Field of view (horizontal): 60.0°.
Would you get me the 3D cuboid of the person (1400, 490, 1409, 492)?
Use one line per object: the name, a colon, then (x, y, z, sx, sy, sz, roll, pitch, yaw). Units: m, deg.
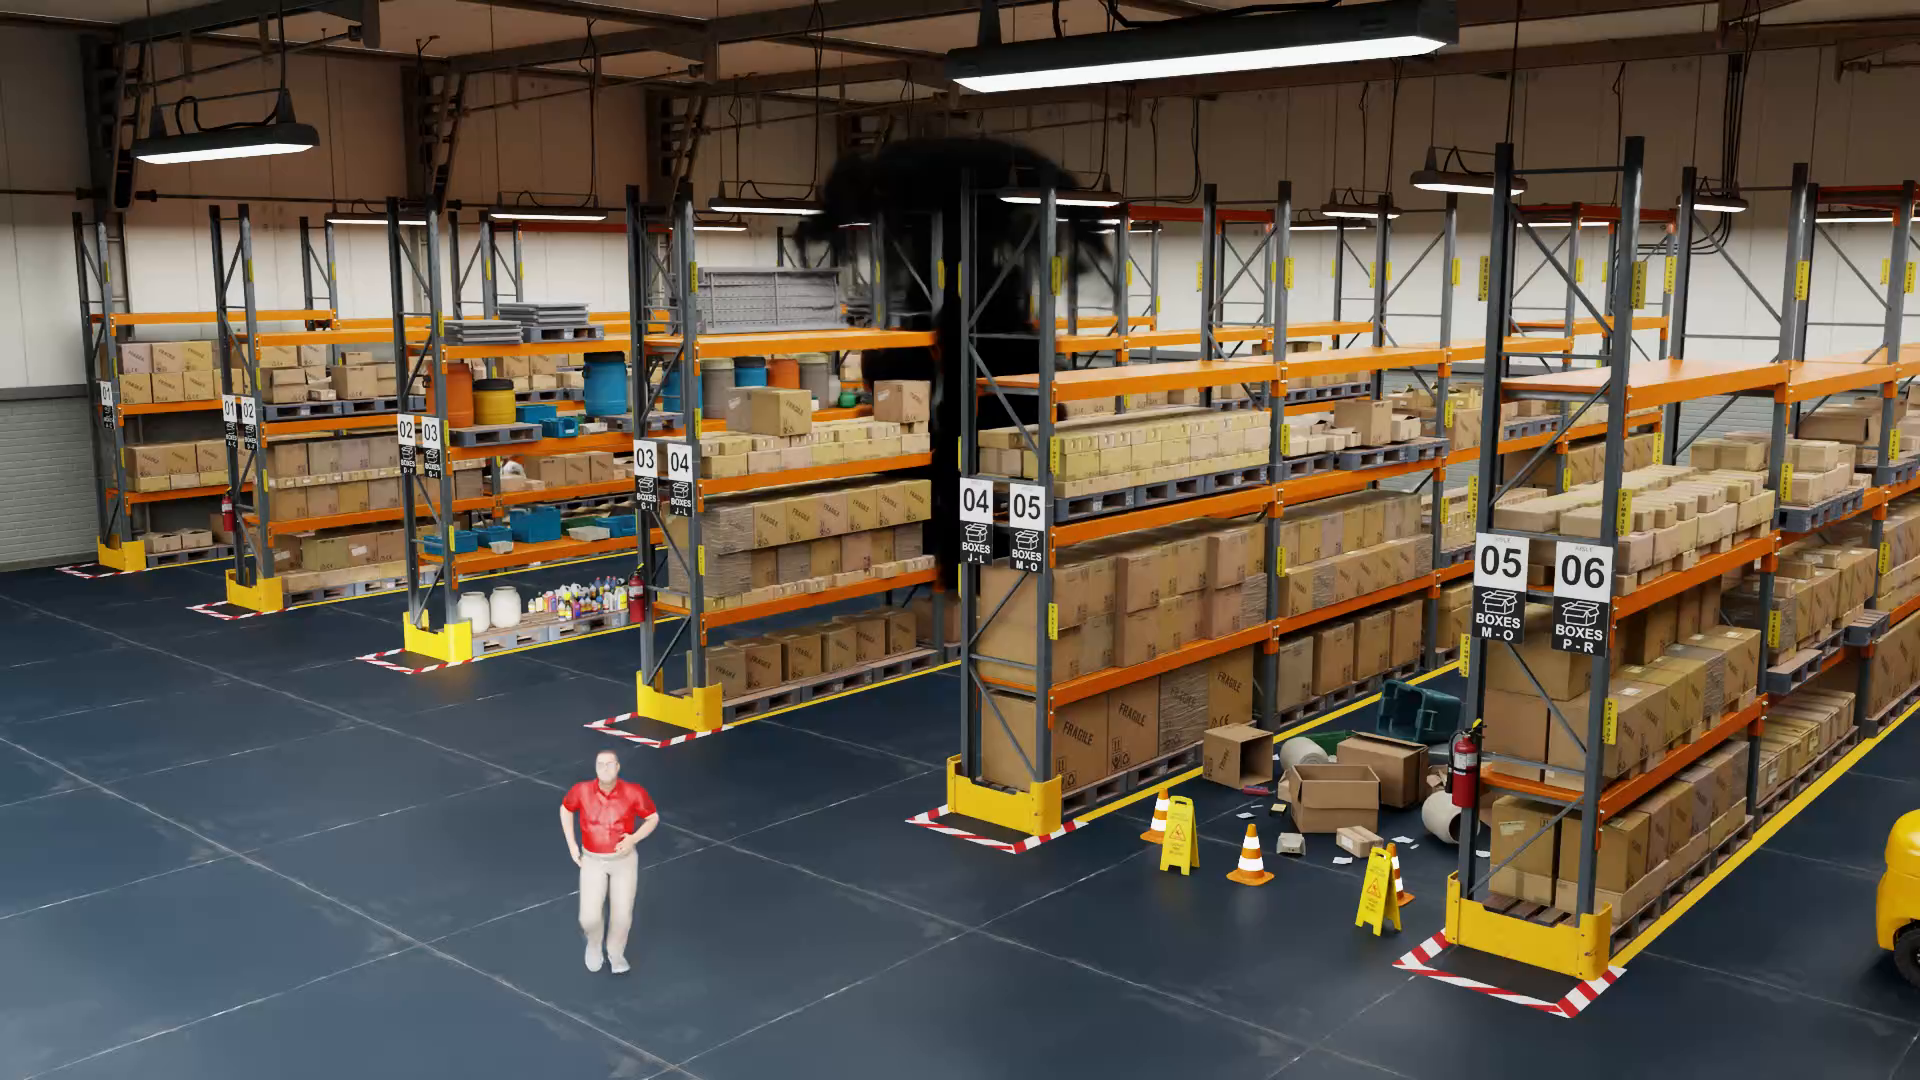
person: (6.815, 0.087, 25.482, 0.637, 1.742, 0.702, -9, 13, -44)

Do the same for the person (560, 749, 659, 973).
person: (-2.530, 2.346, 12.017, 0.716, 1.694, 0.564, -1, 10, -7)

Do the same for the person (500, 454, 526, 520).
person: (-8.498, -0.868, 31.350, 0.706, 1.738, 0.865, 7, 12, 35)
